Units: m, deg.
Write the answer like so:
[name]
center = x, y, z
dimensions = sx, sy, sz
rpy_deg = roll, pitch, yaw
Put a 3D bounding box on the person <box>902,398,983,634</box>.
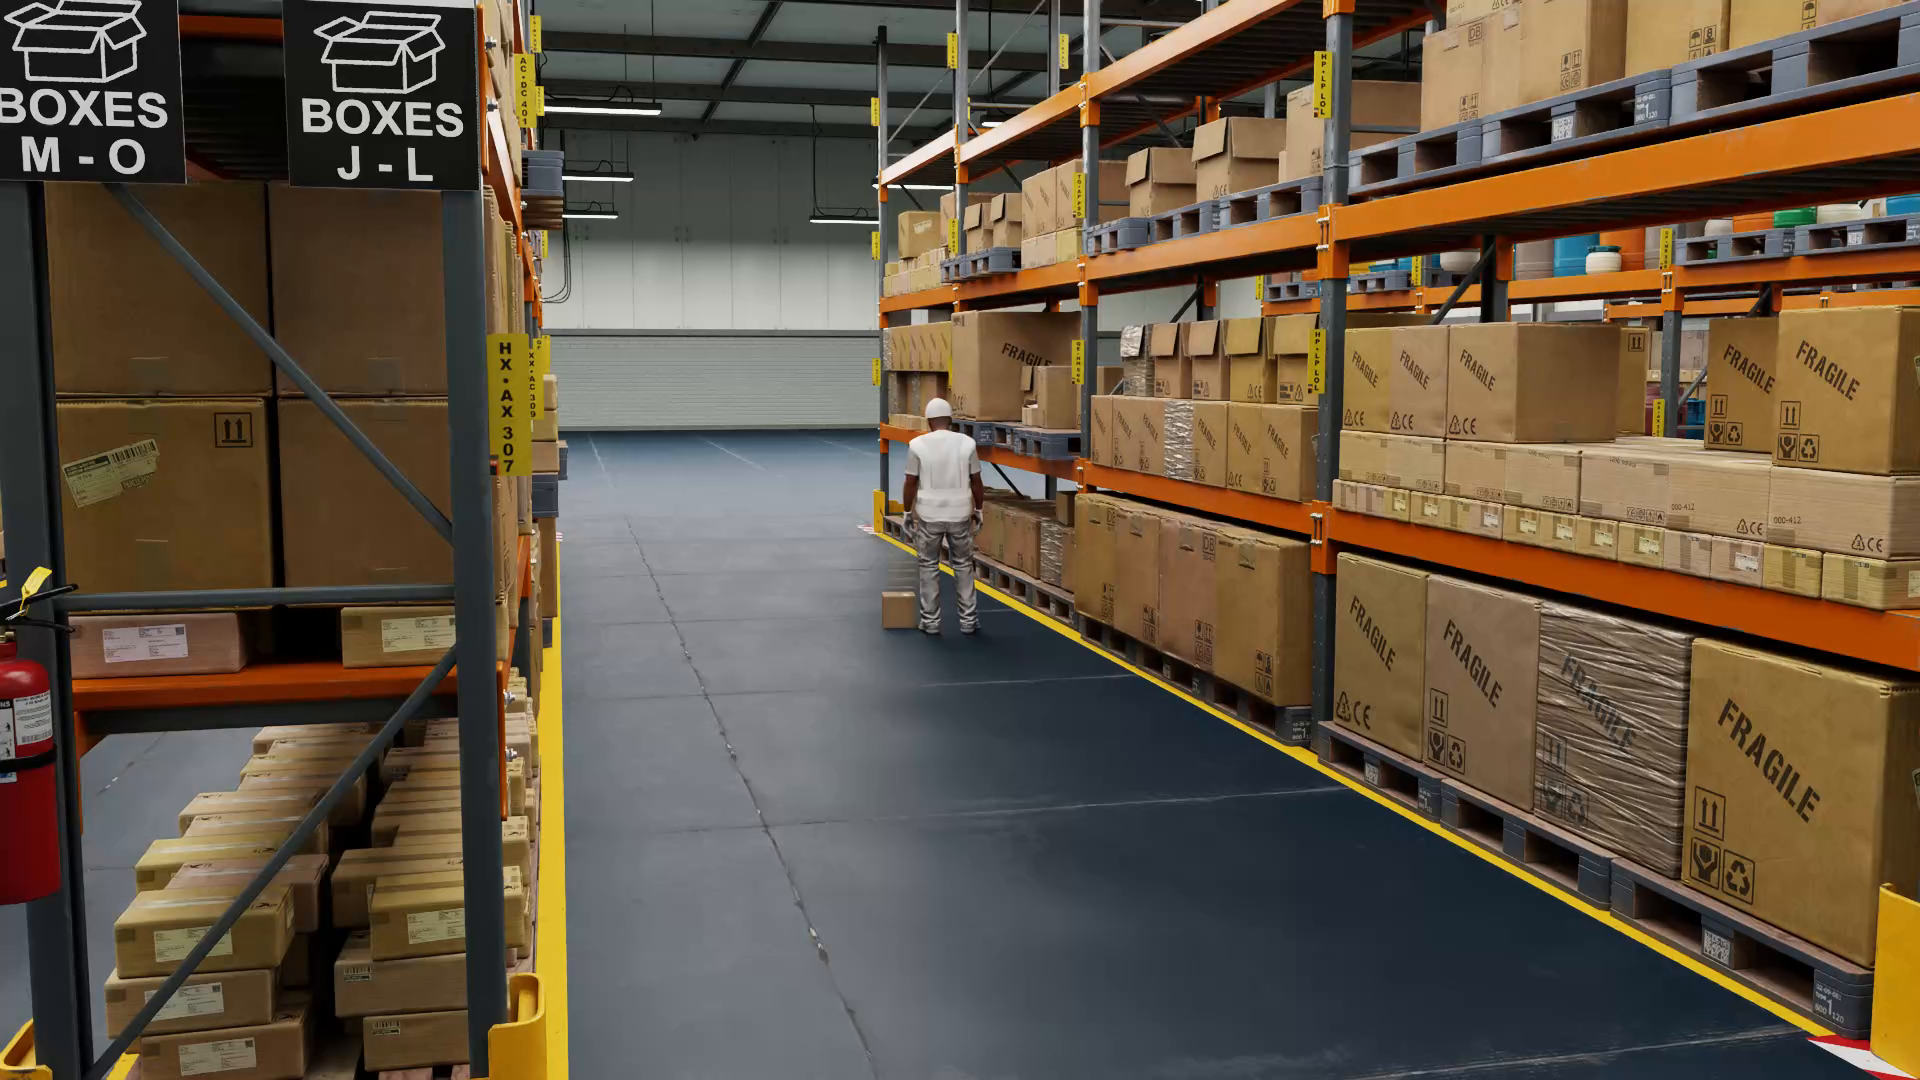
[person]
center = -0.128, -0.183, 12.582
dimensions = 0.625, 1.773, 0.452
rpy_deg = -1, 6, -8
